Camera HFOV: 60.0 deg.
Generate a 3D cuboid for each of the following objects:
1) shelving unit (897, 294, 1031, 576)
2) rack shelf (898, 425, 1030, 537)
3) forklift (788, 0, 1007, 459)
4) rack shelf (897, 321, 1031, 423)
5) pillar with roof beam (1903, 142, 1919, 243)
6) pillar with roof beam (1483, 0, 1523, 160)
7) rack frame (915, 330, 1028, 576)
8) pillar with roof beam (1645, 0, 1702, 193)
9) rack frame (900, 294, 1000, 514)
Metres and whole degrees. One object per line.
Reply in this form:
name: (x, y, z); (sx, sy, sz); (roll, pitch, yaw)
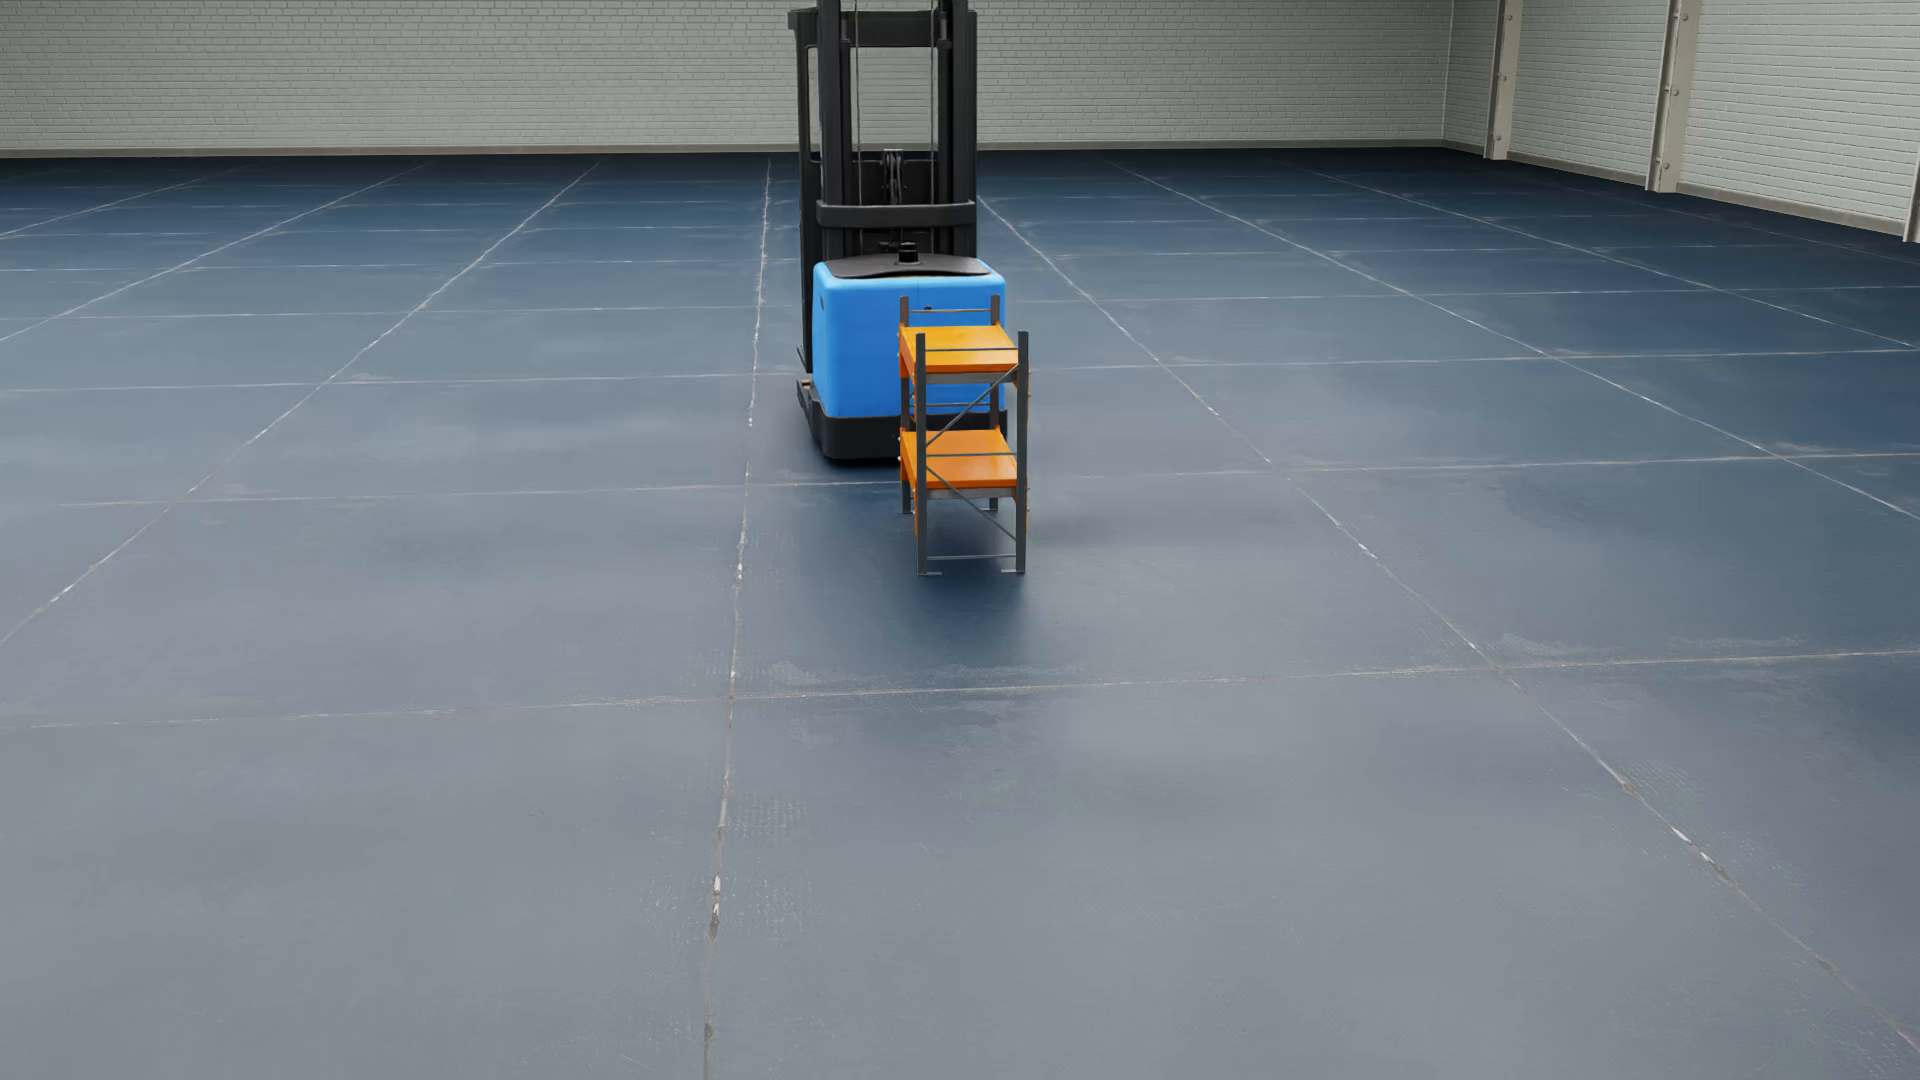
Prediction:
shelving unit: (0.001, -0.535, 8.002); (0.538, 1.125, 1.048); (-2, 18, -6)
rack shelf: (0.001, -0.301, 8.075); (0.538, 0.278, 1.000); (-2, 18, -6)
forklift: (-0.480, -2.254, 10.464); (1.130, 2.935, 3.031); (-3, 18, -9)
rack shelf: (0.001, -0.814, 7.915); (0.538, 0.278, 1.000); (-2, 18, -6)
pillar with roof beam: (6.732, -7.544, 17.184); (9.100, 9.000, 0.400); (-2, 18, -6)
pillar with roof beam: (5.494, -11.119, 28.572); (9.100, 9.000, 0.400); (-2, 18, -6)
rack frame: (0.053, -0.383, 7.520); (0.500, 1.125, 0.032); (-2, 18, -6)
pillar with roof beam: (6.113, -9.332, 22.878); (9.100, 9.000, 0.400); (-2, 18, -6)
rack frame: (-0.052, -0.686, 8.485); (0.500, 1.125, 0.032); (-2, 18, -6)
